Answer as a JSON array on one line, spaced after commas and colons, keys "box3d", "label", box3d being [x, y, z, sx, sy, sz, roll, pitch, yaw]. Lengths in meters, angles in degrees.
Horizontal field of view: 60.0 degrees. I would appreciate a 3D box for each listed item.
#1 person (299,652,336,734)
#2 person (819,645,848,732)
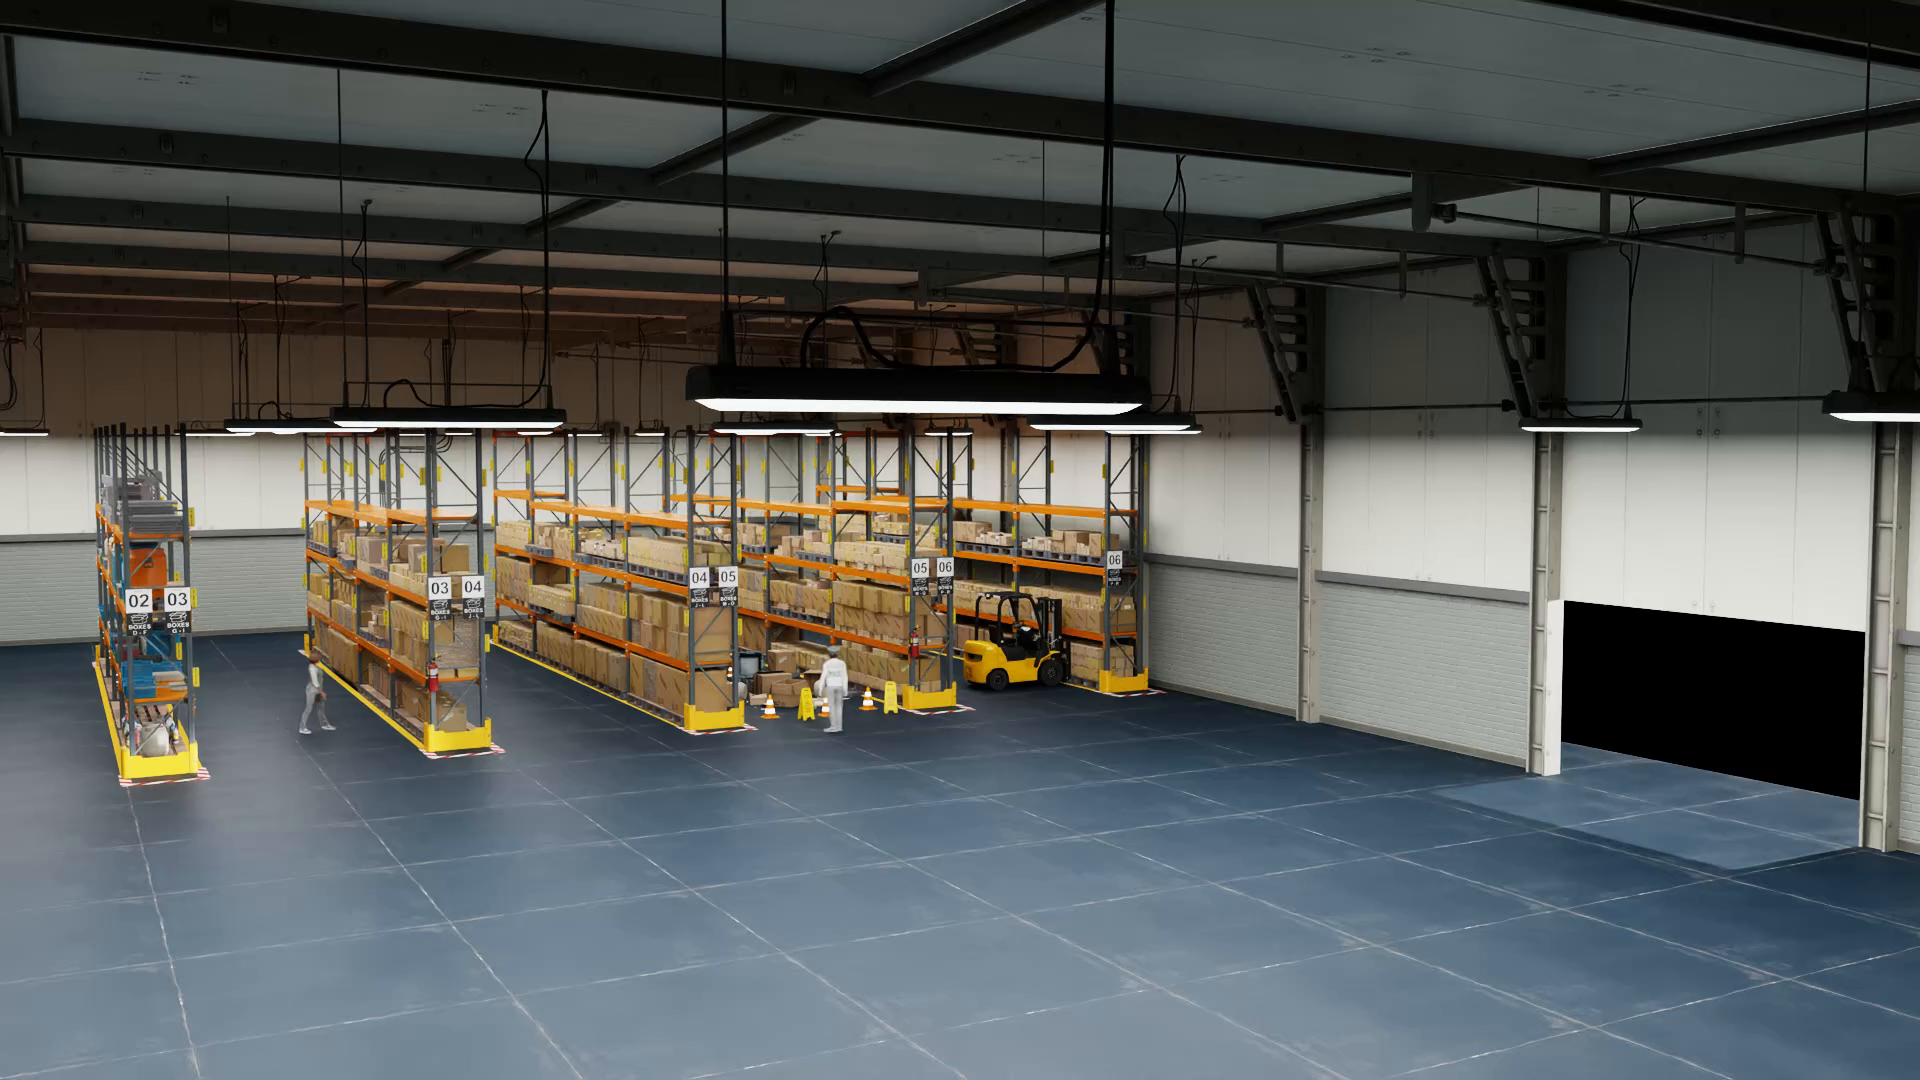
[{"box3d": [-12.584, 2.972, 32.500, 0.596, 1.588, 0.604, 0, 3, -7], "label": "person"}, {"box3d": [-2.466, 2.923, 32.499, 0.556, 1.720, 0.404, -1, 4, -17], "label": "person"}]
